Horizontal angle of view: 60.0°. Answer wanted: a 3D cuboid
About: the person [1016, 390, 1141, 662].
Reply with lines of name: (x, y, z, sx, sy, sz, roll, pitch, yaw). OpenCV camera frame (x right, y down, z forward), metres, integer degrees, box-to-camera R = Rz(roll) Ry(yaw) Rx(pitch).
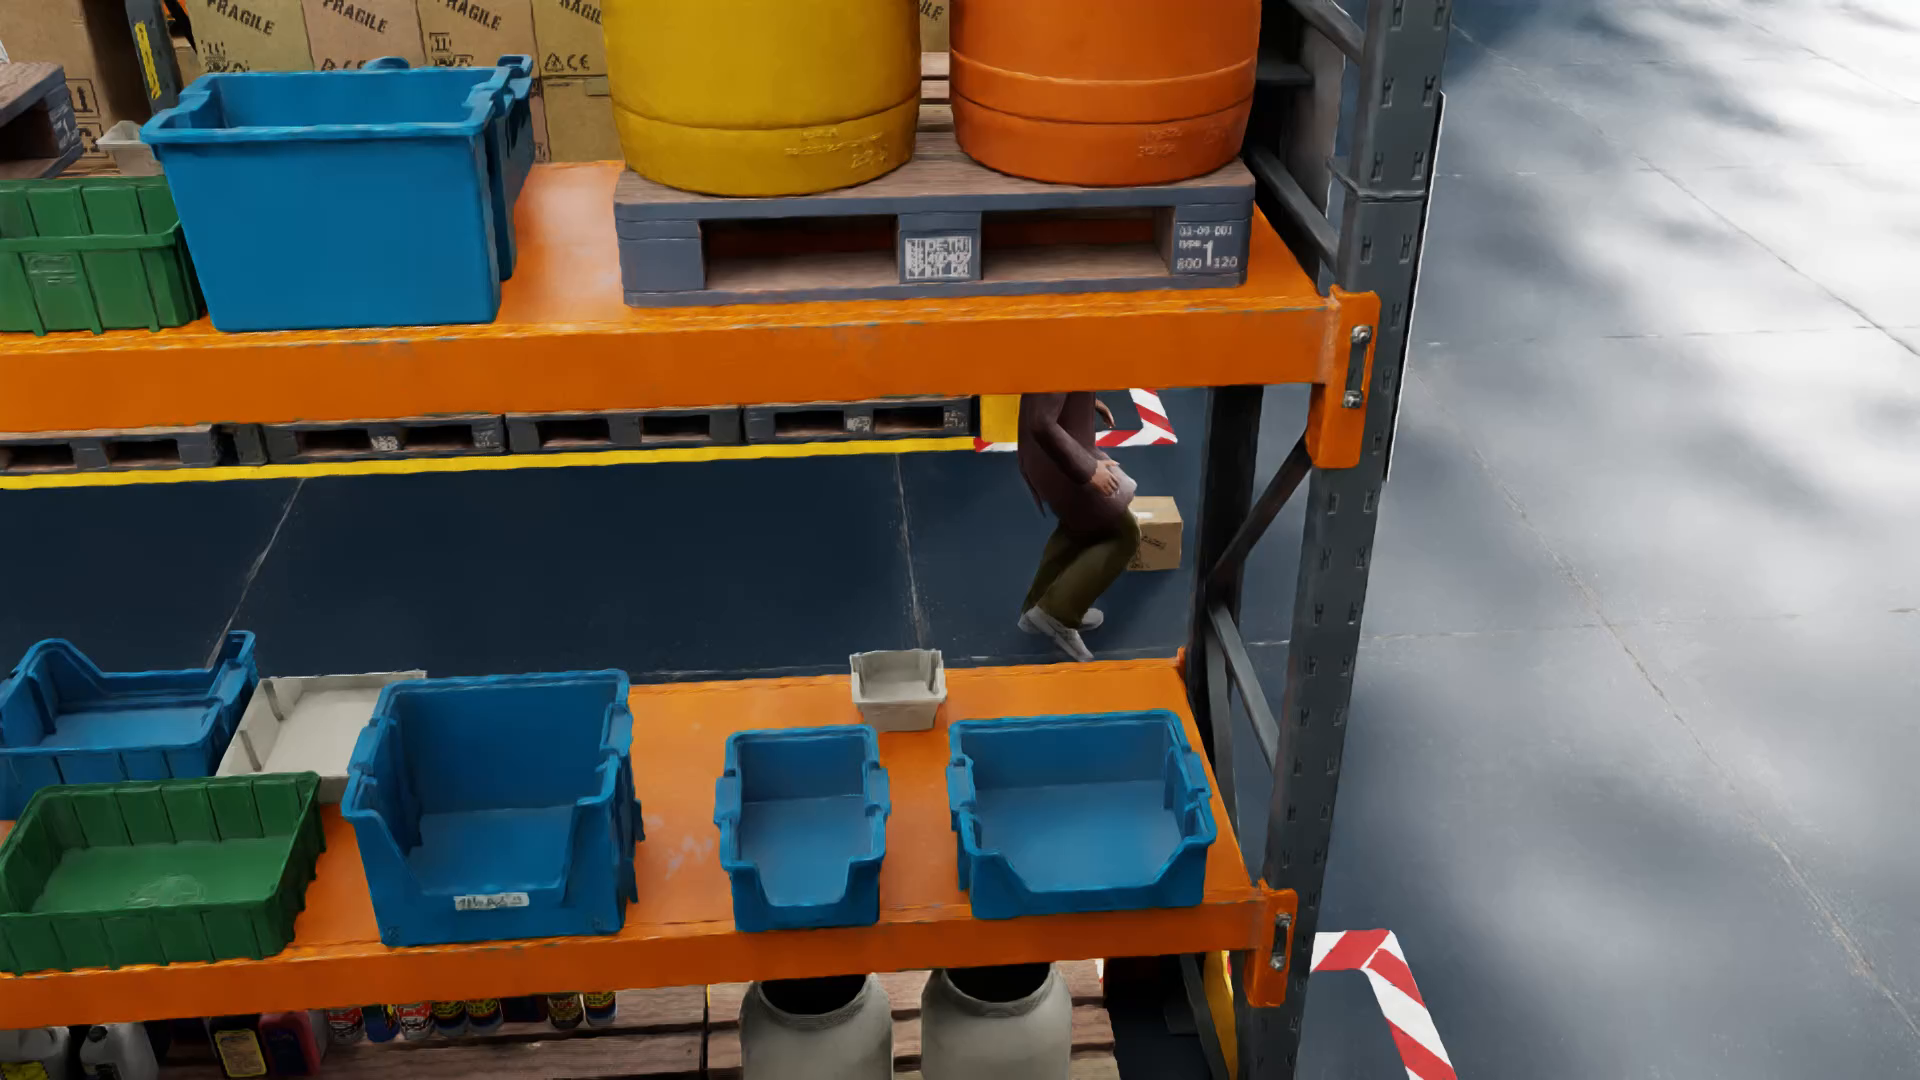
person: (0.440, -0.342, 6.756, 0.530, 1.744, 0.766, -8, 32, -13)
